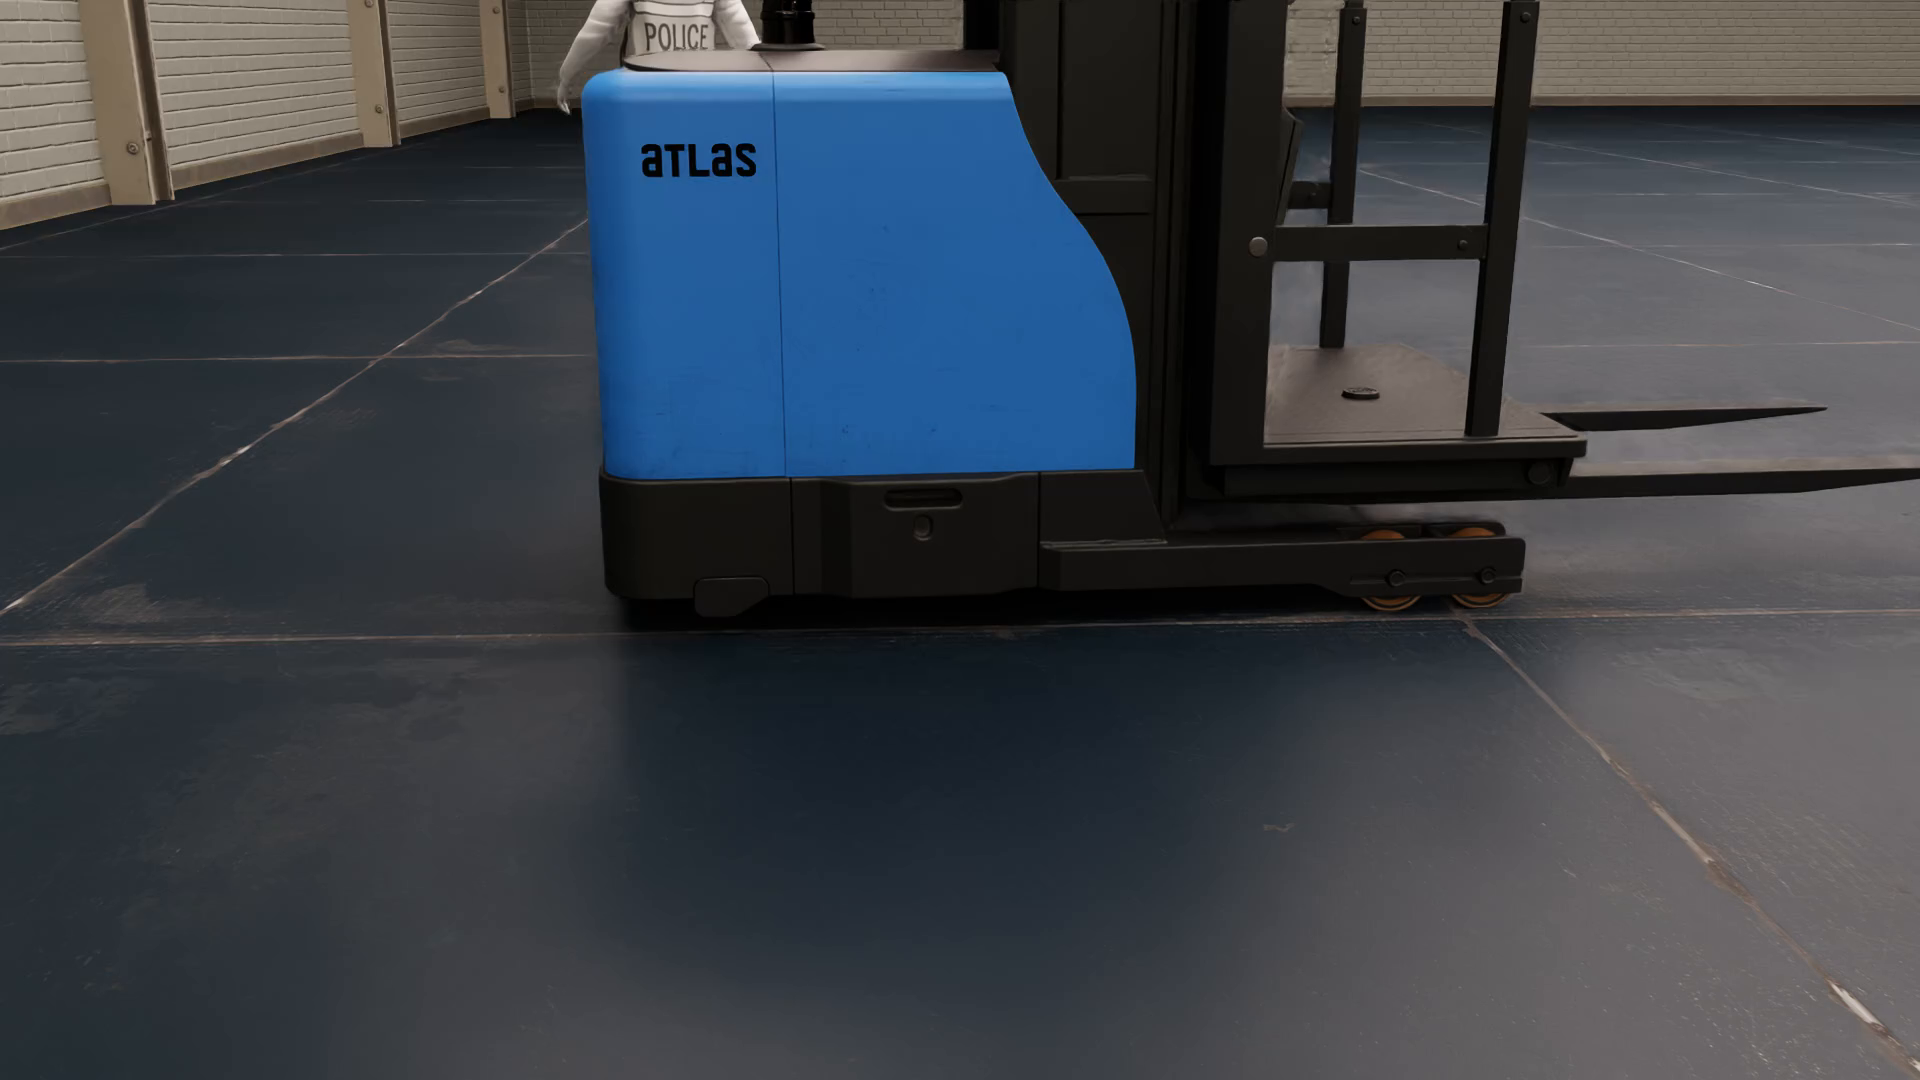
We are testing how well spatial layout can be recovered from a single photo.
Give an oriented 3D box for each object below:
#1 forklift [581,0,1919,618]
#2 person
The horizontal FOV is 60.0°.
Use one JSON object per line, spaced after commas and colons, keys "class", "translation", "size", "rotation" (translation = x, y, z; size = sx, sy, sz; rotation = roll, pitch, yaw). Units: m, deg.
{"class": "forklift", "translation": [0.750, -1.407, 3.506], "size": [3.031, 2.935, 1.130], "rotation": [-2, 17, -5]}
{"class": "person", "translation": [-1.074, -1.588, 6.324], "size": [0.787, 1.643, 0.653], "rotation": [-8, 19, -24]}
